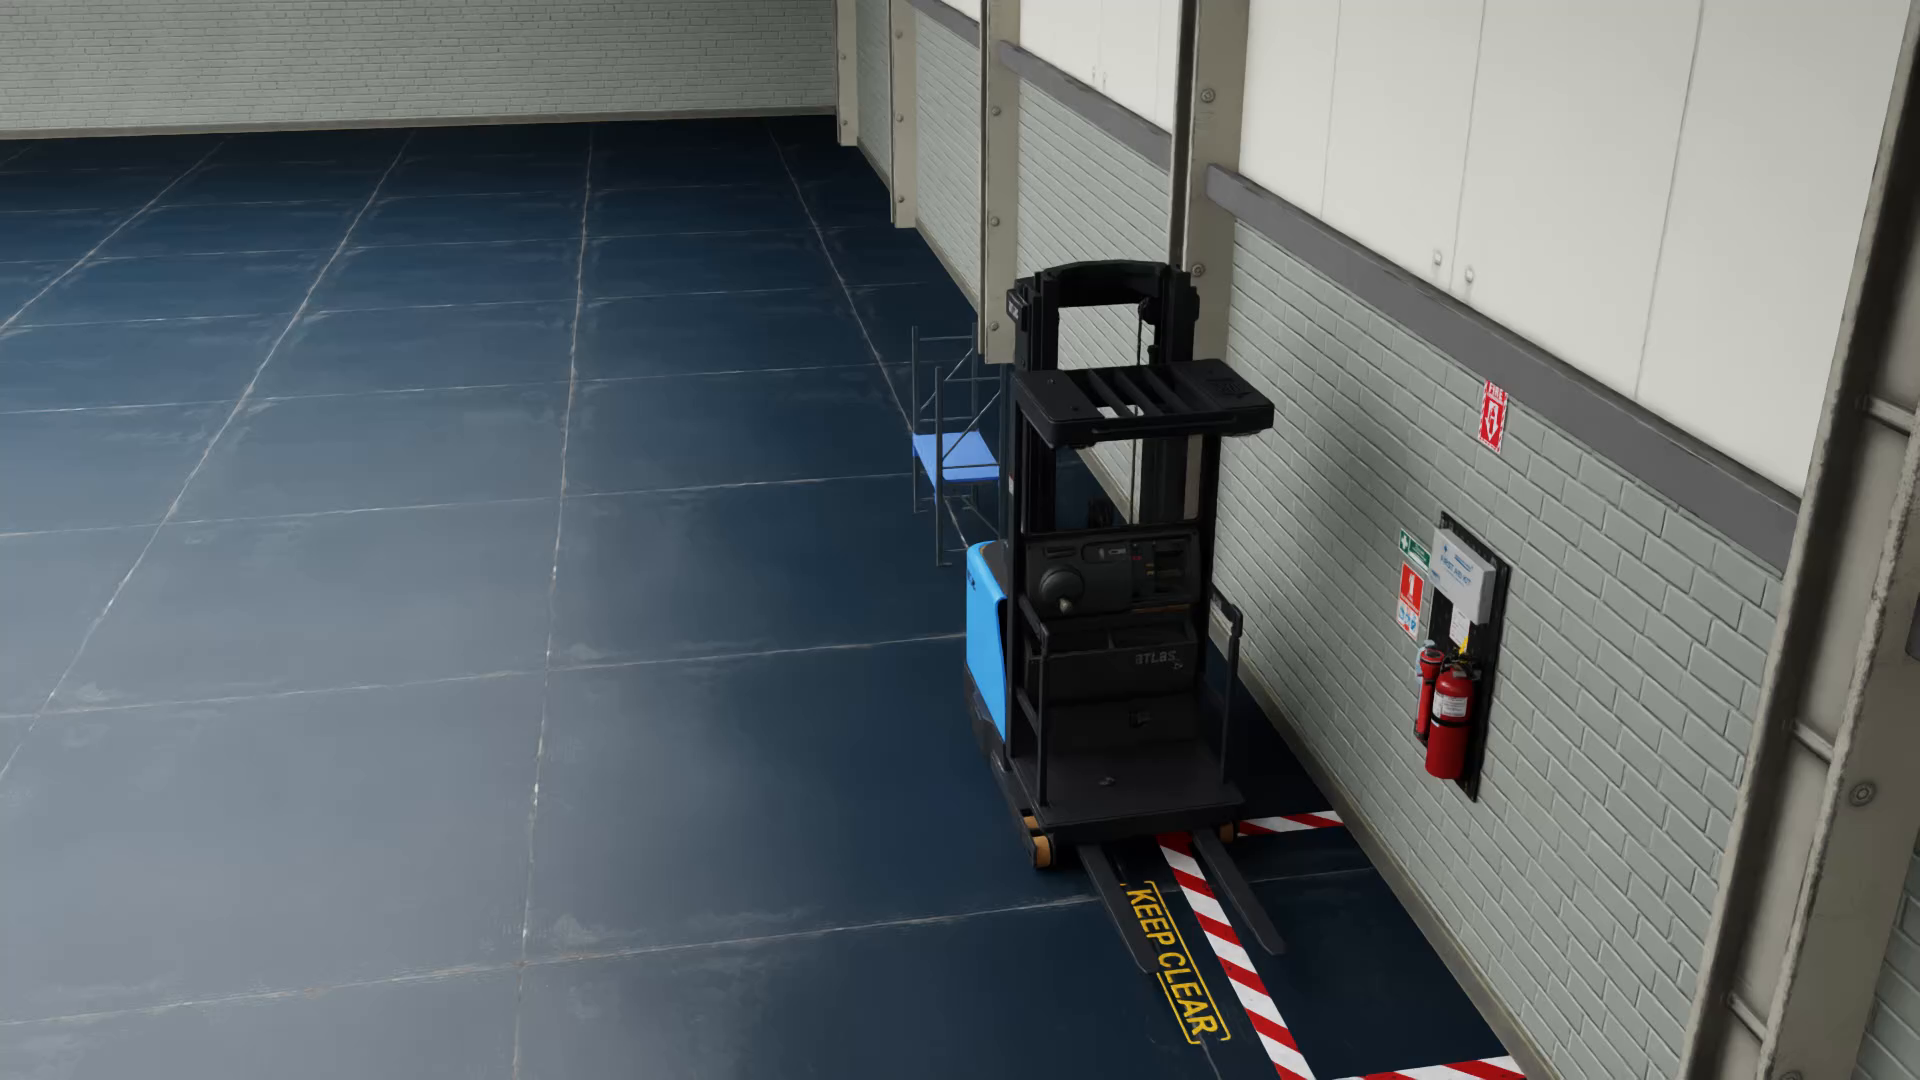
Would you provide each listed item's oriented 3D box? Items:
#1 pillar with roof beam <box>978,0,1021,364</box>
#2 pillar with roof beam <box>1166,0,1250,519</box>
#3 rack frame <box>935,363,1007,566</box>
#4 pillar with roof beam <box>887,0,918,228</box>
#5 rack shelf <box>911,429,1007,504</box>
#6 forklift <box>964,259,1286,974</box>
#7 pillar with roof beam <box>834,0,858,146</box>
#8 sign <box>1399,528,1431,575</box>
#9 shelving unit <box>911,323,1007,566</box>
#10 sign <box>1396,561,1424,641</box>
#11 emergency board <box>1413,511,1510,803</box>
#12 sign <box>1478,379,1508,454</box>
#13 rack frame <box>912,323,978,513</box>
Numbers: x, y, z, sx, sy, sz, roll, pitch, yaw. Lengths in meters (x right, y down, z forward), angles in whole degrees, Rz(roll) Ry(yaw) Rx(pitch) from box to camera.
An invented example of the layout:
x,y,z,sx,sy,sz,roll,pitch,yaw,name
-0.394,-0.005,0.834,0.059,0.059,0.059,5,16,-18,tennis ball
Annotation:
x,y,z,sx,sy,sz,roll,pitch,yaw,name
-3.858,-5.640,14.163,9.100,9.000,0.400,-4,24,-10,pillar with roof beam
-2.749,-3.280,8.759,9.100,9.000,0.400,-4,24,-10,pillar with roof beam
0.078,-0.521,11.811,0.500,1.500,0.032,-4,24,-10,rack frame
-4.968,-8.000,19.567,9.100,9.000,0.400,-4,24,-10,pillar with roof beam
-0.016,-0.556,12.341,0.538,0.185,1.000,-4,24,-10,rack shelf
0.841,0.189,8.397,1.130,2.935,3.031,-5,24,-11,forklift
-6.077,-10.360,24.970,9.100,9.000,0.400,-4,24,-10,pillar with roof beam
2.163,0.054,7.915,0.001,0.109,0.331,-4,24,-10,sign
-0.016,-0.721,12.269,0.538,1.500,1.048,-4,24,-10,shelving unit
2.171,0.294,8.026,0.001,0.329,0.234,-4,24,-10,sign
2.172,0.536,7.518,0.194,1.169,0.643,-4,24,-10,emergency board
2.268,-0.537,7.078,0.001,0.298,0.199,-4,24,-10,sign
-0.110,-0.921,12.727,0.500,1.500,0.032,-4,24,-10,rack frame
